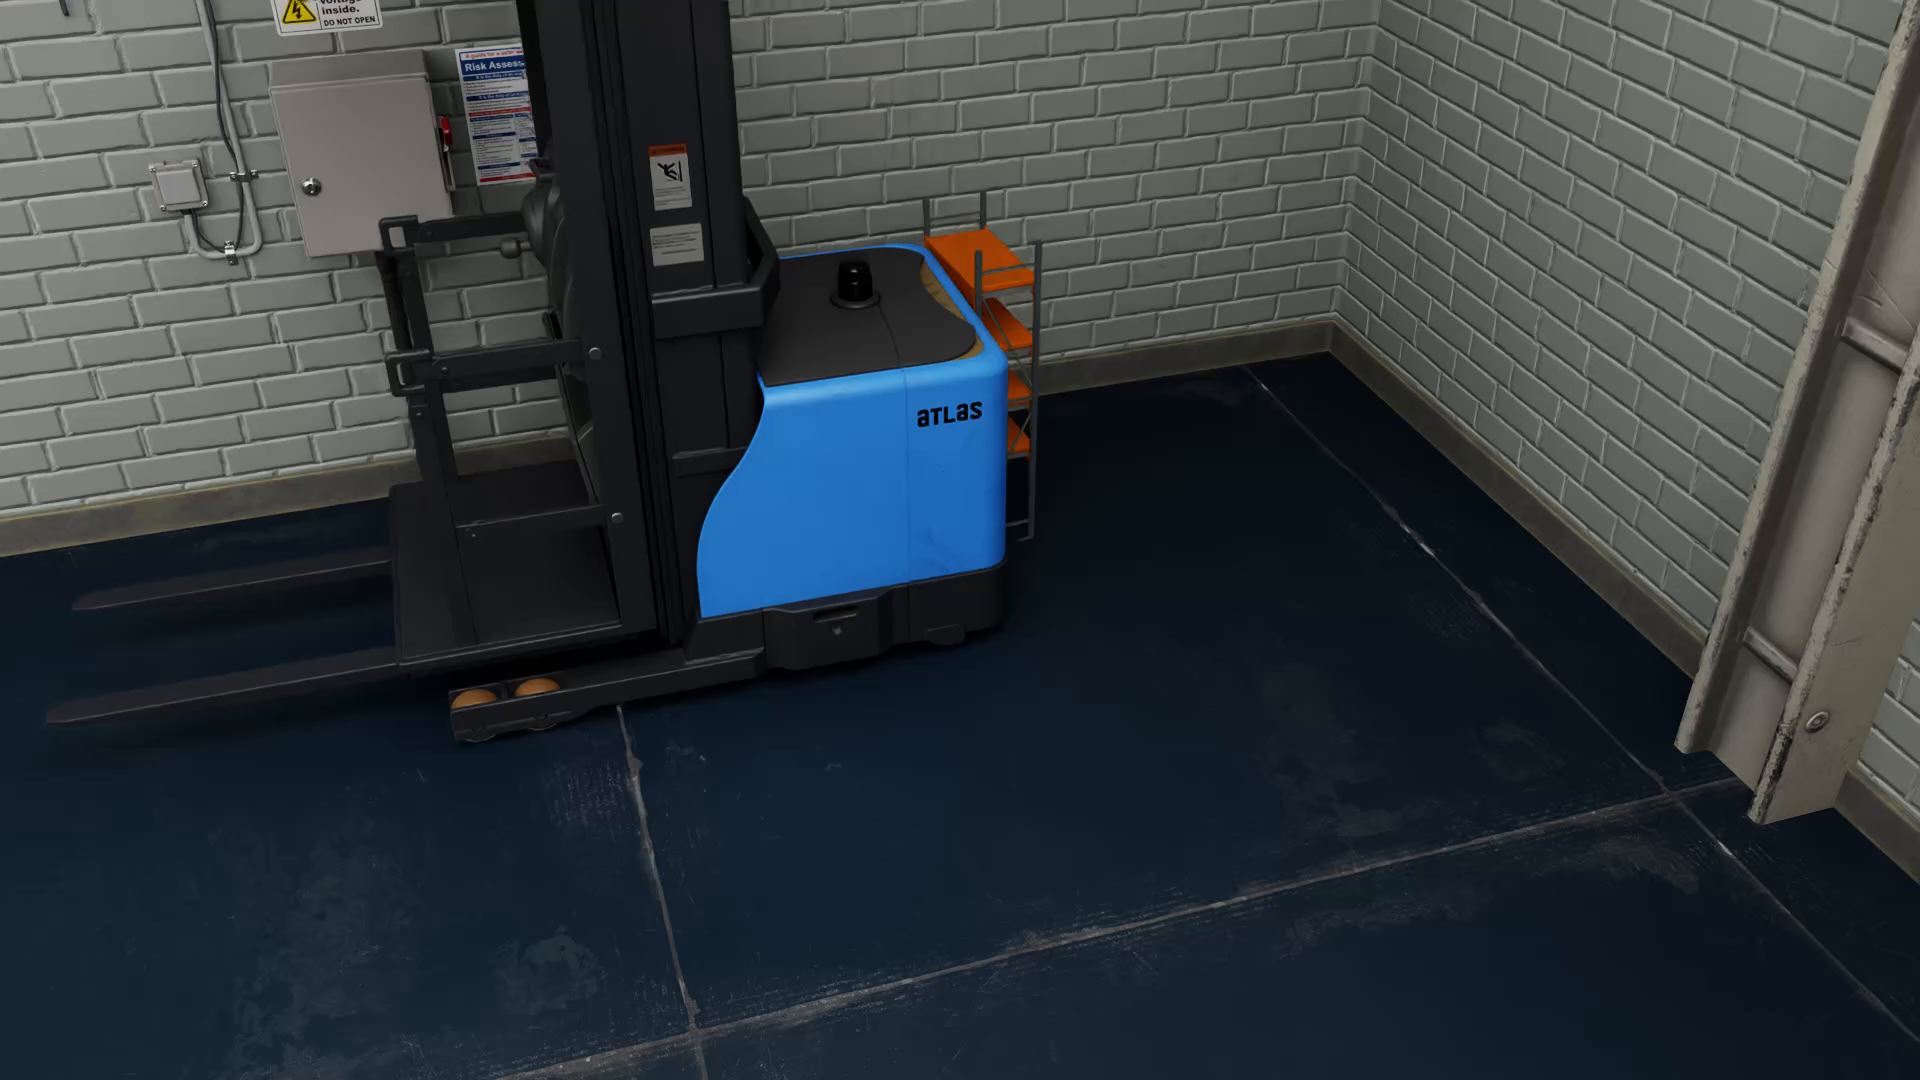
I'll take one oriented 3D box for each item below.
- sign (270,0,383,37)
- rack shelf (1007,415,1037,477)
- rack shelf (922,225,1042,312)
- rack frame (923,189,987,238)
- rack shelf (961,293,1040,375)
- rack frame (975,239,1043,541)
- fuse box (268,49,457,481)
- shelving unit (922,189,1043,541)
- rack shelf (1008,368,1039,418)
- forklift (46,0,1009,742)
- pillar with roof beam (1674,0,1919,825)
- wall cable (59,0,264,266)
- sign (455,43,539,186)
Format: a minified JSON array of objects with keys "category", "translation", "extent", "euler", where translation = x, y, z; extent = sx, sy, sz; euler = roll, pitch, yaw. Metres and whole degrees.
[{"category":"sign","translation":[-2.107,-1.803,5.508],"extent":[0.339,0.242,0.001],"euler":[-10,35,-15]},{"category":"rack shelf","translation":[0.073,-0.388,6.231],"extent":[0.258,0.148,0.480],"euler":[-12,35,-18]},{"category":"rack shelf","translation":[0.073,-0.938,5.868],"extent":[0.258,0.148,0.480],"euler":[-12,35,-18]},{"category":"rack frame","translation":[-0.018,-0.735,6.273],"extent":[0.240,1.200,0.015],"euler":[-12,35,-18]},{"category":"rack shelf","translation":[0.073,-0.740,5.998],"extent":[0.258,0.148,0.480],"euler":[-12,35,-18]},{"category":"rack frame","translation":[0.164,-0.485,5.896],"extent":[0.240,1.200,0.015],"euler":[-12,35,-18]},{"category":"fuse box","translation":[-1.991,-0.821,5.941],"extent":[0.539,1.711,0.414],"euler":[-10,35,-15]},{"category":"shelving unit","translation":[0.073,-0.610,6.085],"extent":[0.258,1.200,0.503],"euler":[-12,35,-18]},{"category":"rack shelf","translation":[0.073,-0.554,6.122],"extent":[0.258,0.148,0.480],"euler":[-12,35,-18]},{"category":"forklift","translation":[-1.409,-0.908,4.966],"extent":[3.031,2.935,1.130],"euler":[-10,35,-14]},{"category":"pillar with roof beam","translation":[-1.632,-2.308,1.581],"extent":[9.100,9.000,0.400],"euler":[-10,35,-15]},{"category":"wall cable","translation":[-2.689,-1.751,5.257],"extent":[0.588,1.984,0.122],"euler":[-10,35,-15]},{"category":"sign","translation":[-1.584,-1.511,5.902],"extent":[0.329,0.494,0.001],"euler":[-10,35,-15]}]
